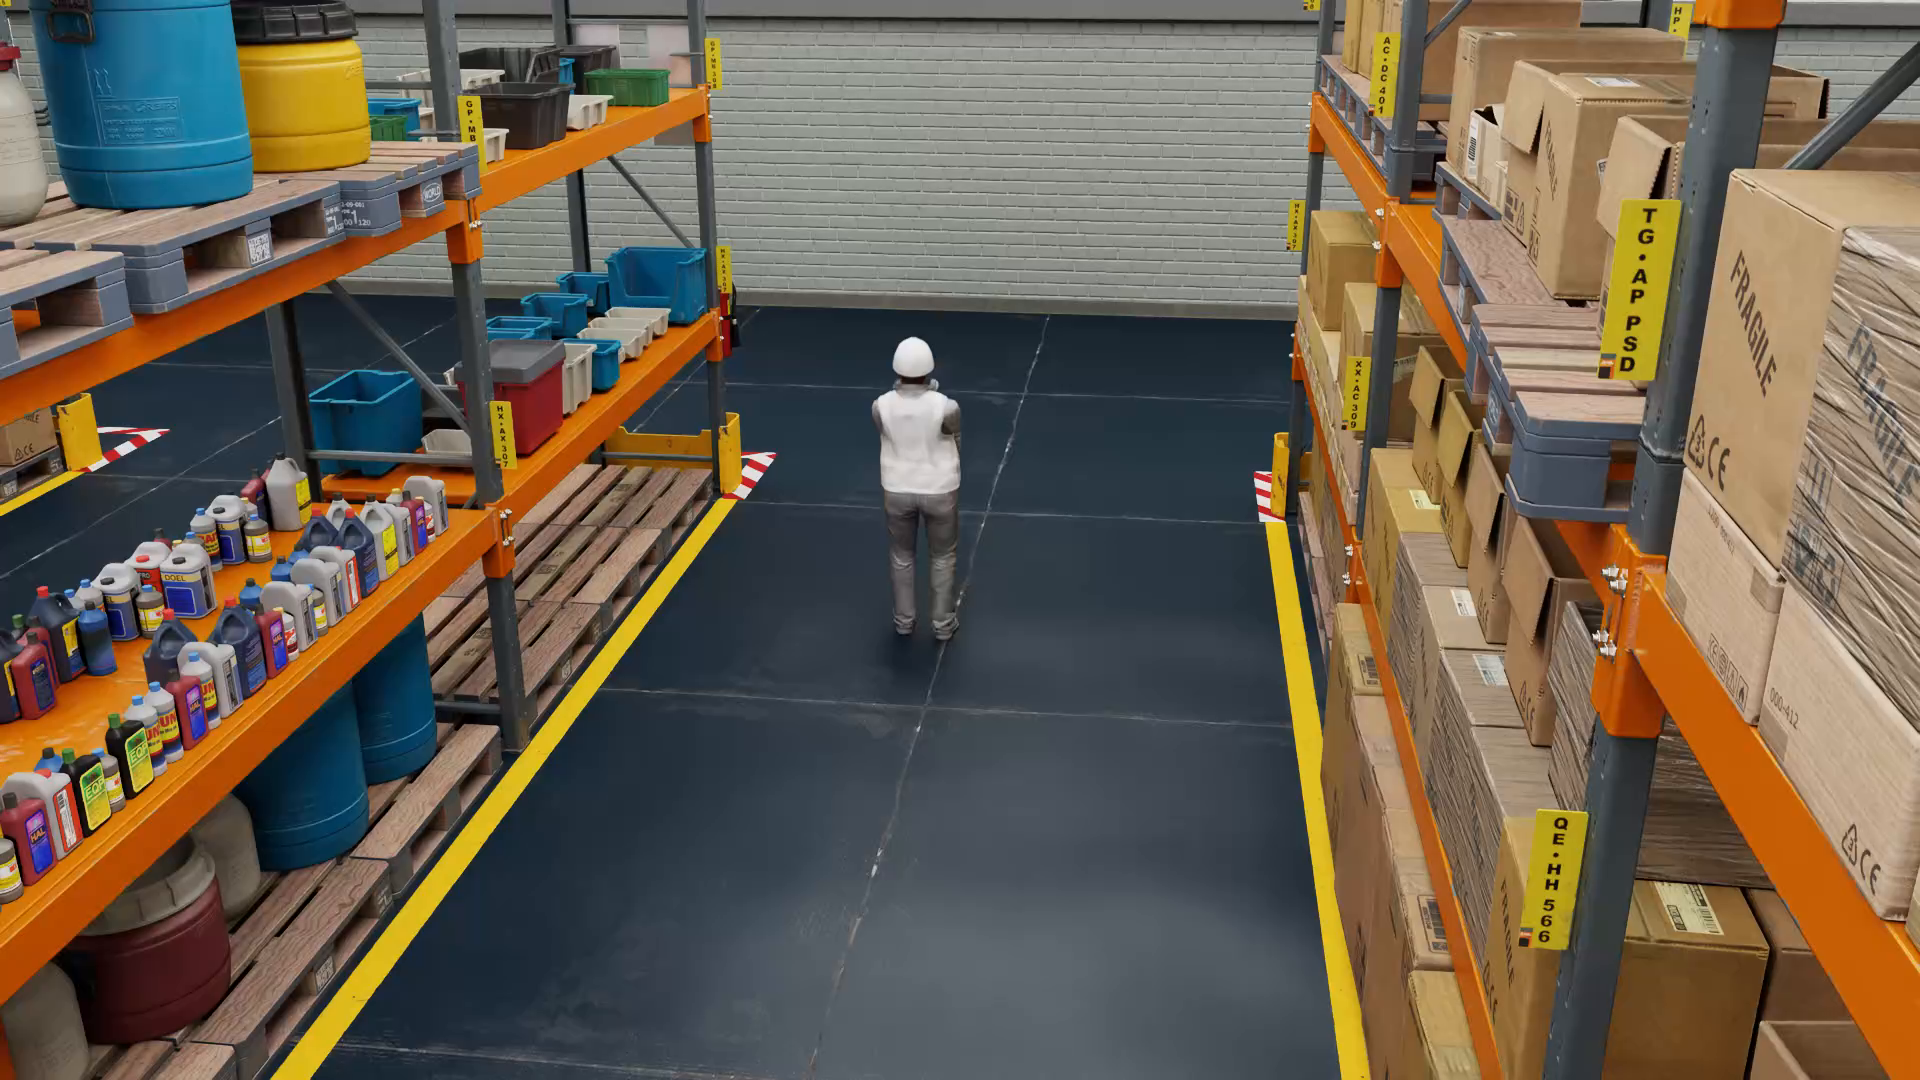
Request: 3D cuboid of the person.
[{"bbox_3d":[-0.226,-0.317,9.383,0.494,1.762,0.552,3,21,7],"label":"person"}]
